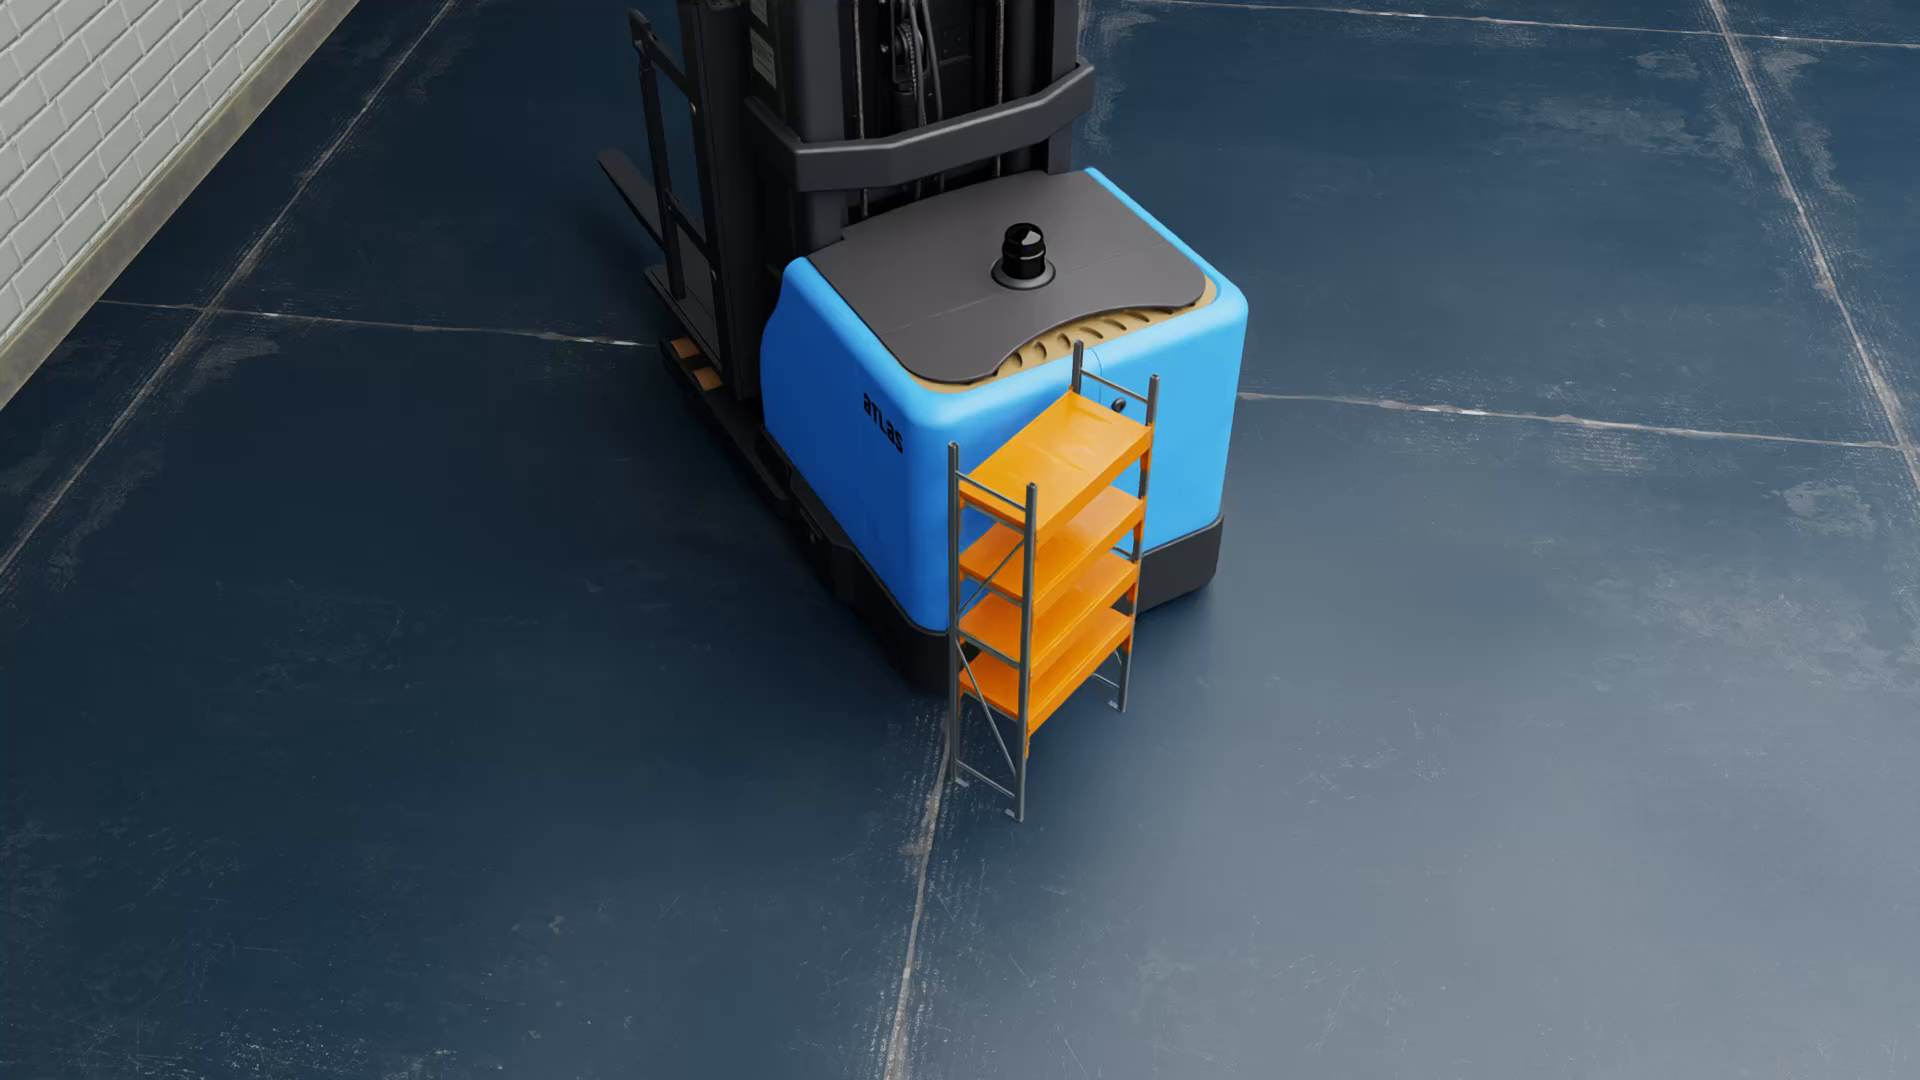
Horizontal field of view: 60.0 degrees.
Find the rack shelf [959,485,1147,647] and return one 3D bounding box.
[{"bbox_3d":[0.222,0.022,4.126,0.258,0.148,0.480,28,50,27],"label":"rack shelf"}]

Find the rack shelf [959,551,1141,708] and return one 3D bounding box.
[{"bbox_3d":[0.222,0.185,4.280,0.258,0.148,0.480,28,50,27],"label":"rack shelf"}]

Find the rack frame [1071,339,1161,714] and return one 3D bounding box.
[{"bbox_3d":[0.373,0.004,4.373,0.240,1.200,0.015,28,50,27],"label":"rack frame"}]

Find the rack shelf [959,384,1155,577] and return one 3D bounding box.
[{"bbox_3d":[0.222,-0.150,3.964,0.258,0.148,0.480,28,50,27],"label":"rack shelf"}]

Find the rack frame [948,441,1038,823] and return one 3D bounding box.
[{"bbox_3d":[0.071,0.268,4.095,0.240,1.200,0.015,28,50,27],"label":"rack frame"}]

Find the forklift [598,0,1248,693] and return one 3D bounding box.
[{"bbox_3d":[-0.386,-1.636,4.846,1.130,2.935,3.031,-21,47,-21],"label":"forklift"}]

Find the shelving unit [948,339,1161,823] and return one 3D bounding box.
[{"bbox_3d":[0.222,0.136,4.234,0.258,1.200,0.503,28,50,27],"label":"shelving unit"}]

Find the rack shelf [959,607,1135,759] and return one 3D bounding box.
[{"bbox_3d":[0.222,0.329,4.417,0.258,0.148,0.480,28,50,27],"label":"rack shelf"}]
